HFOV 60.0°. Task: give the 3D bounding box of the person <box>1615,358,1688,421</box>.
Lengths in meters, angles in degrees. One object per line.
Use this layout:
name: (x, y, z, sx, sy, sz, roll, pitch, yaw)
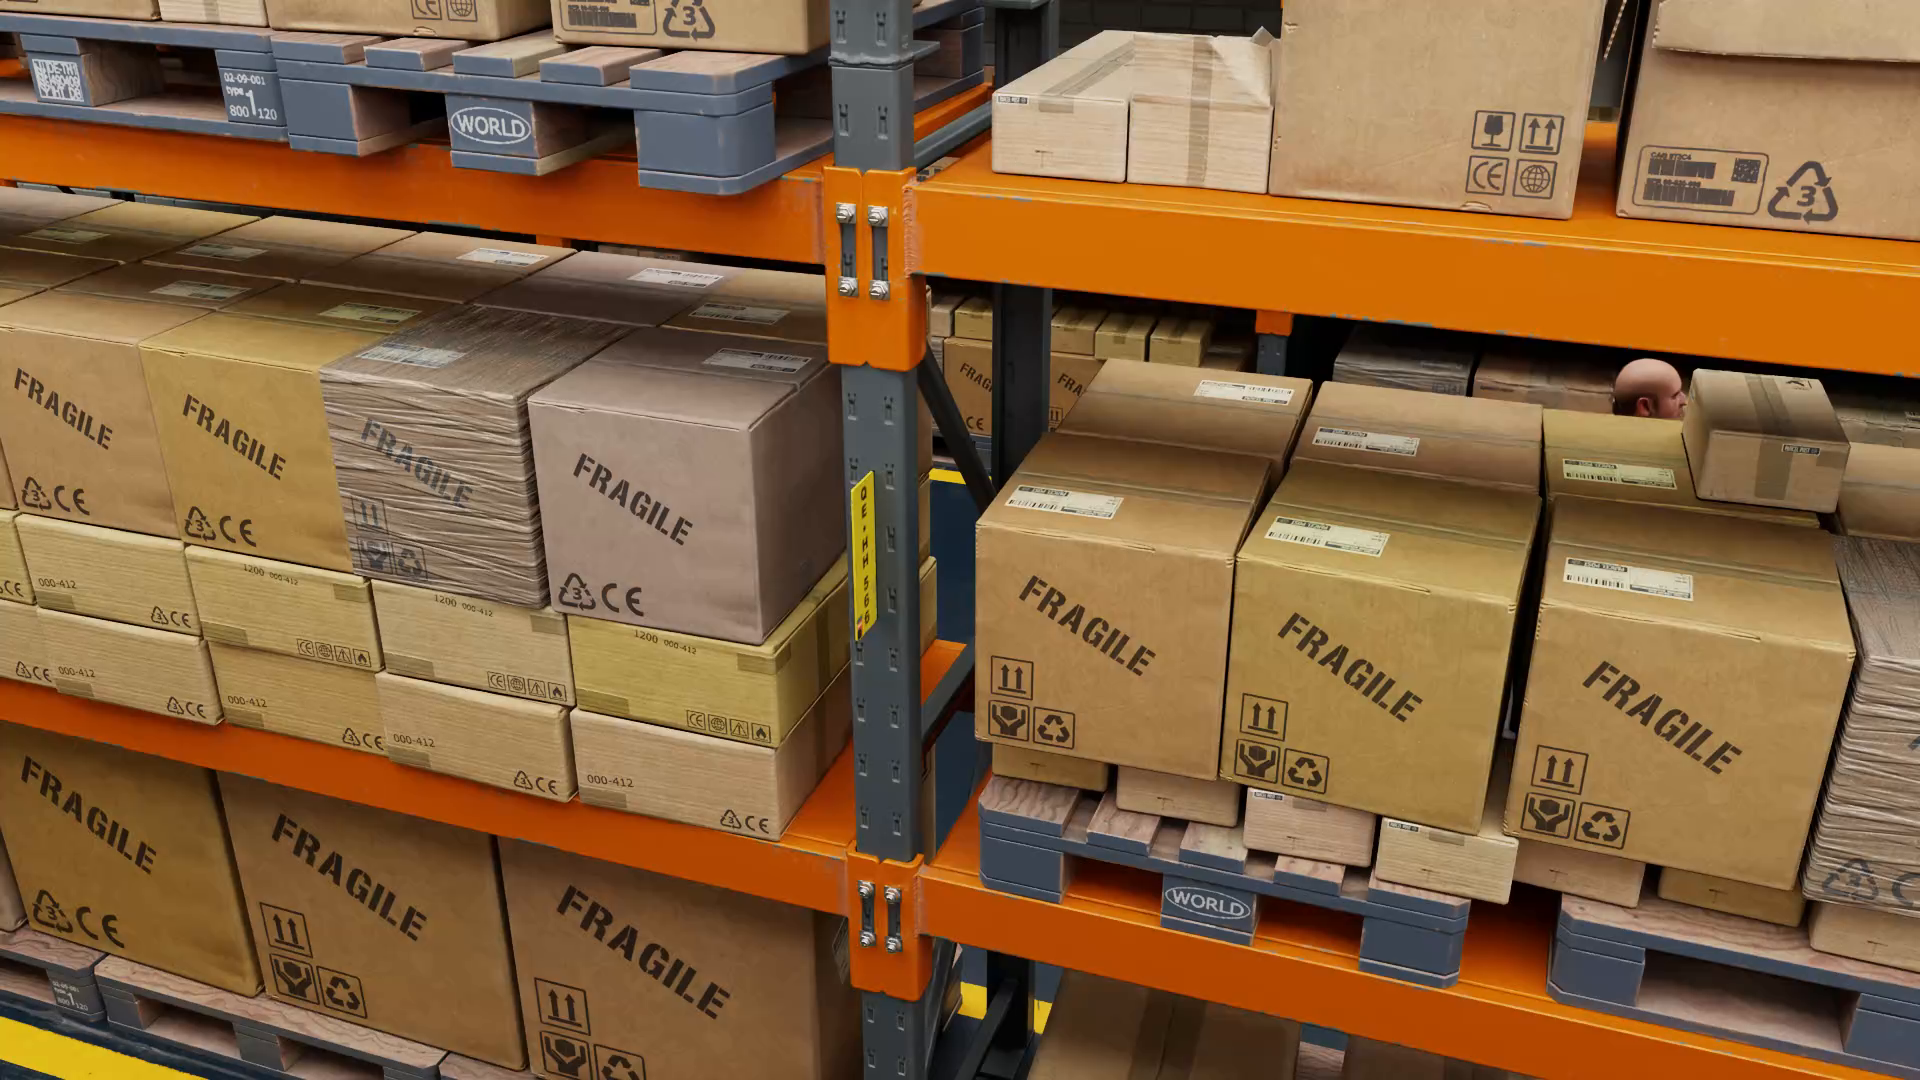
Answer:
person: (2.237, 0.227, 5.649, 0.451, 1.750, 0.562, 7, 26, 13)
